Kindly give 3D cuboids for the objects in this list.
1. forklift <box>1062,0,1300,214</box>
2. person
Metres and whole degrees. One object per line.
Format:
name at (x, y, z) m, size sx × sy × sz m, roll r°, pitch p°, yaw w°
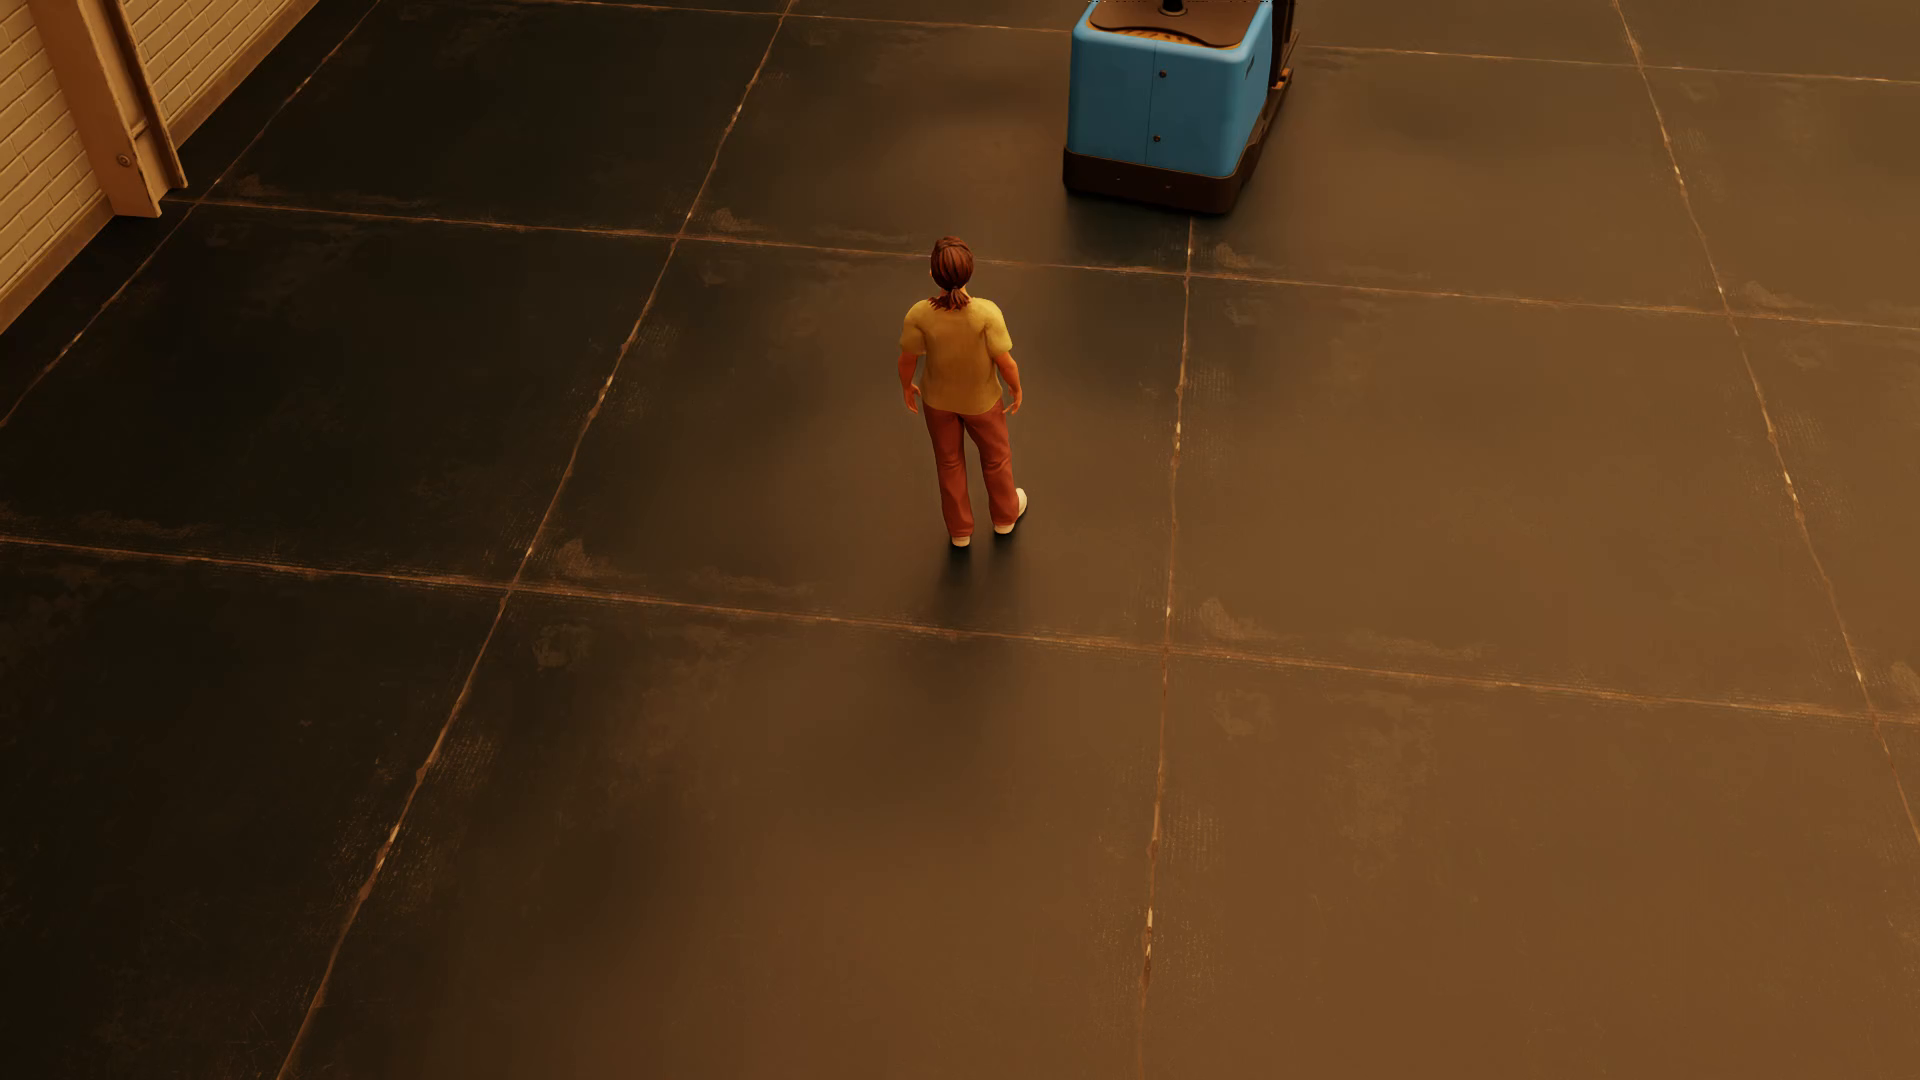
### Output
forklift at (1.594, -4.031, 10.112) m, size 1.130 × 2.935 × 3.031 m, roll 13°, pitch 44°, yaw 14°
person at (0.022, -0.671, 7.372) m, size 0.553 × 1.673 × 0.548 m, roll 5°, pitch 43°, yaw 6°
